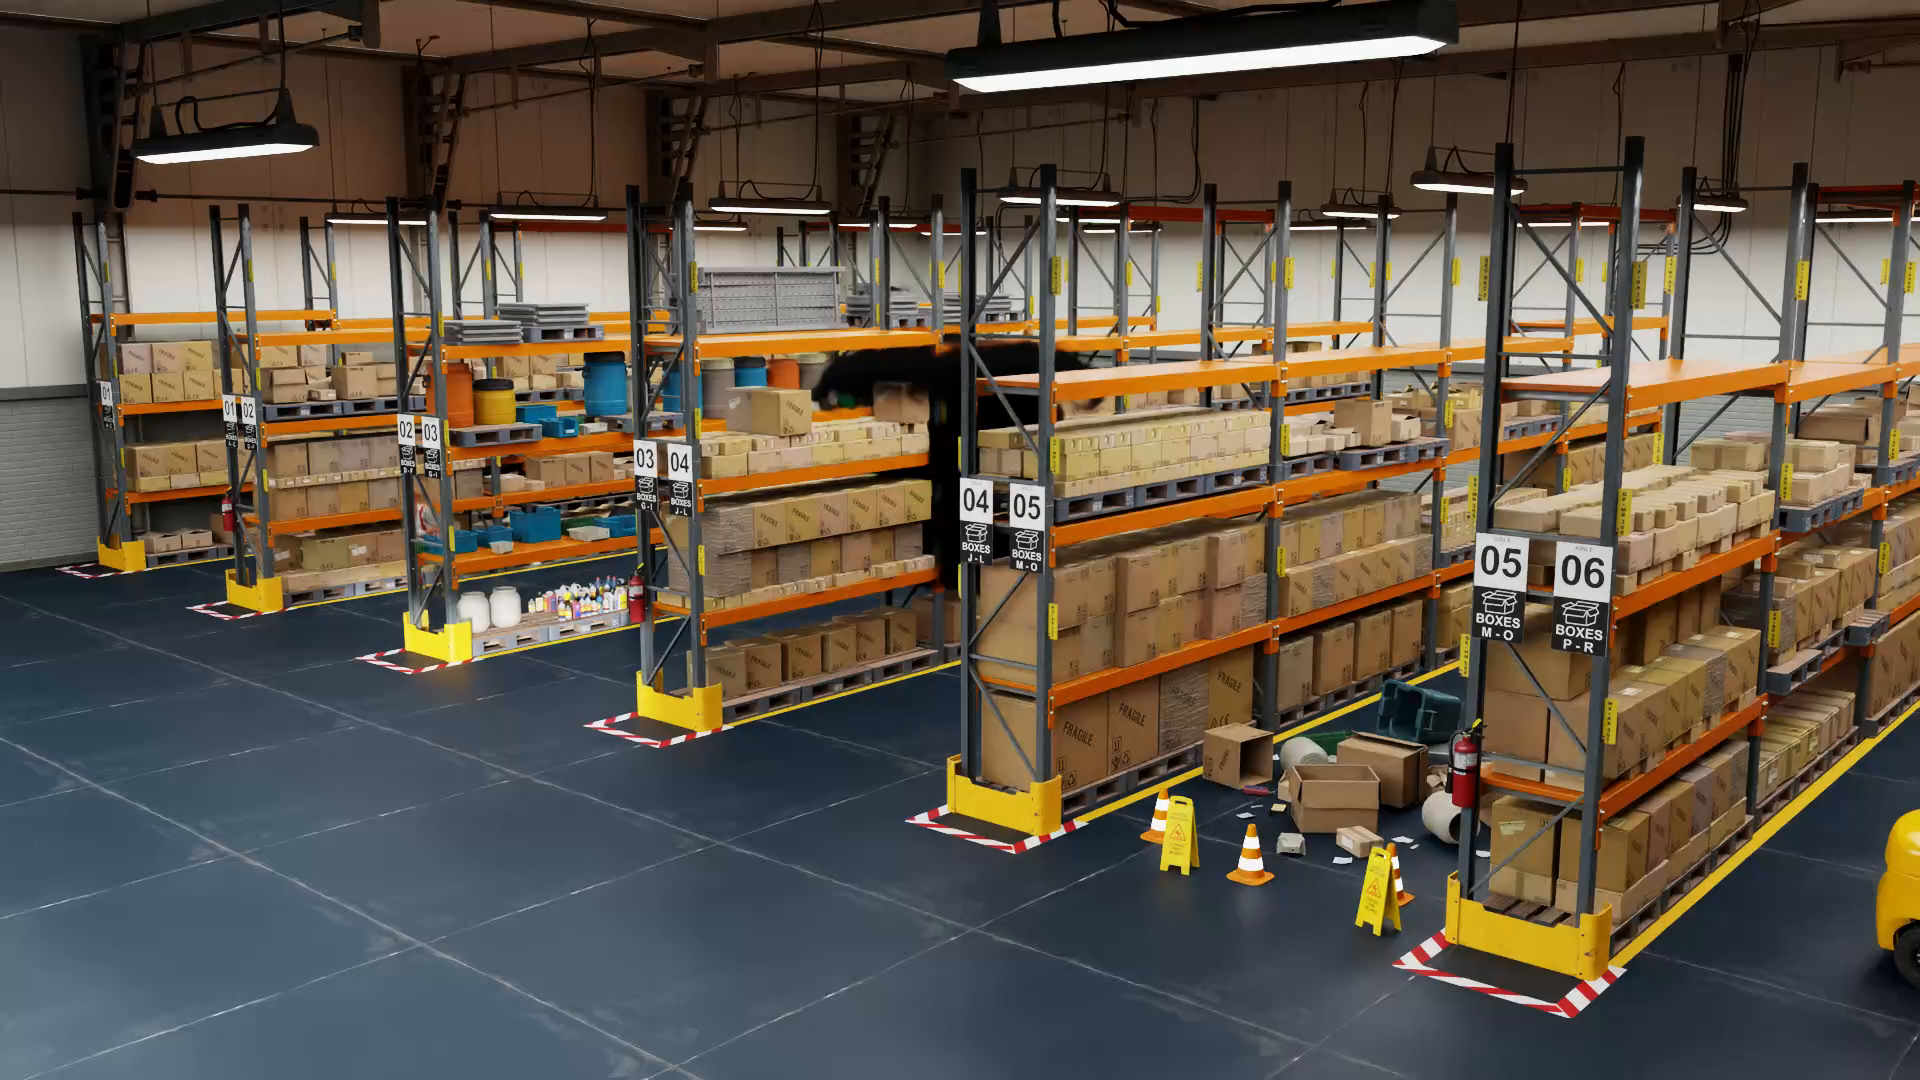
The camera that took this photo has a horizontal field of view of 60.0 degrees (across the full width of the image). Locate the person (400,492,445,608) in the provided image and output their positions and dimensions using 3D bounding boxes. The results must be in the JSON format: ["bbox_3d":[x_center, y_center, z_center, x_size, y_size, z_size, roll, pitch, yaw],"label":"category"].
[{"bbox_3d":[-7.789,0.118,24.195,0.714,1.781,1.001,3,10,17],"label":"person"}]

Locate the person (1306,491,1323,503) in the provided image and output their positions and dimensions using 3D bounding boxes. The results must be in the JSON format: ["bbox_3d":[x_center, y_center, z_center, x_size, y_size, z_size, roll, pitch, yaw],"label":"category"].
[{"bbox_3d":[5.697,-0.032,26.281,0.605,1.730,0.977,7,12,37],"label":"person"}]

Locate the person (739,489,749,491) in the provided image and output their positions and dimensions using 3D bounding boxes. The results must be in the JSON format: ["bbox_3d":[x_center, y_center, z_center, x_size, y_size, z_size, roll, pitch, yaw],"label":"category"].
[{"bbox_3d":[-3.704,-0.798,29.642,0.541,1.599,0.680,9,13,43],"label":"person"}]

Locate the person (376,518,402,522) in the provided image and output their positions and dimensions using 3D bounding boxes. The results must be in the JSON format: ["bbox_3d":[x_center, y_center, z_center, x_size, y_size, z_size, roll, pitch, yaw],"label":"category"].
[{"bbox_3d":[-9.950,-0.476,29.162,0.759,1.746,1.055,4,10,24],"label":"person"}]
